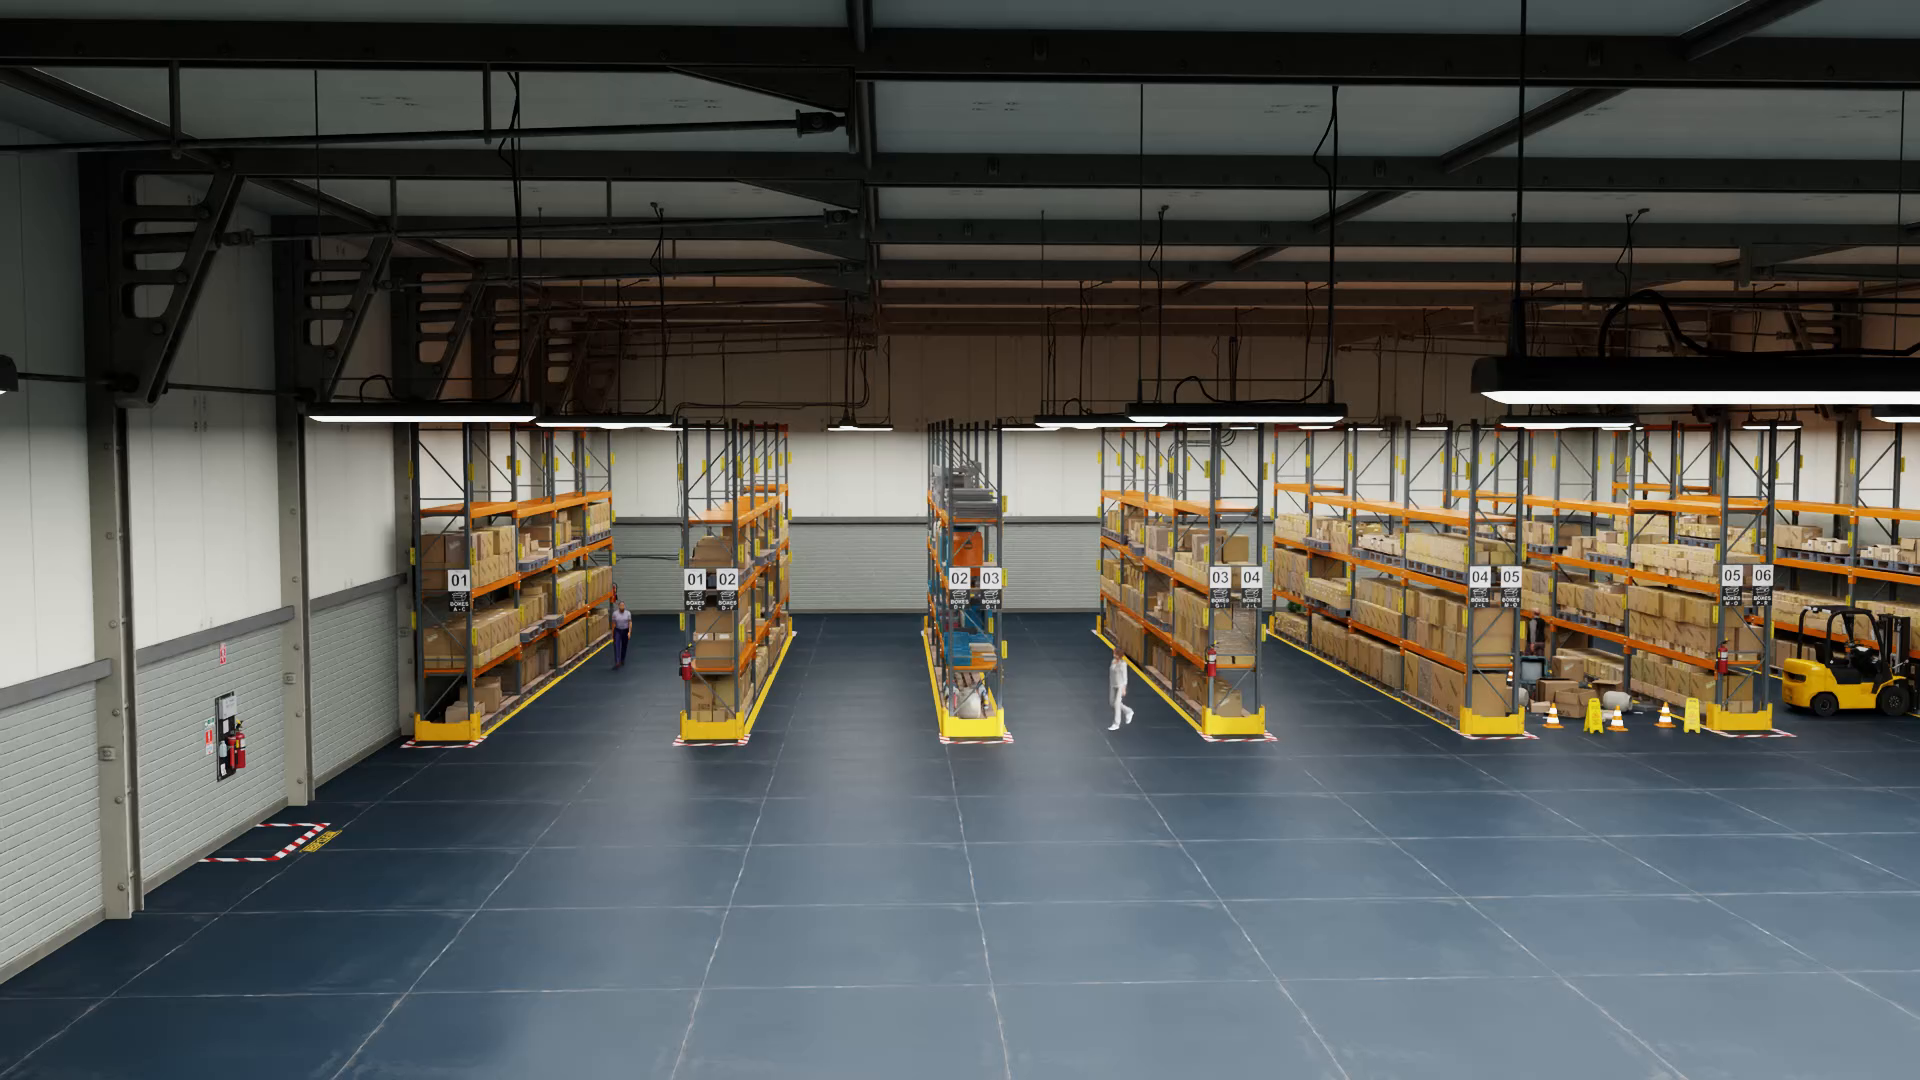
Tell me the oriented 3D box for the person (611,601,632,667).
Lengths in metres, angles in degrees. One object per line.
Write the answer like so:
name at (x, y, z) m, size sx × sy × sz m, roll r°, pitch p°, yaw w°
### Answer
person at (-8.306, 2.291, 40.779) m, size 0.538 × 1.597 × 0.964 m, roll -2°, pitch 4°, yaw -24°

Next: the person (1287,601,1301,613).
person at (10.007, 1.658, 49.408) m, size 0.468 × 1.792 × 0.556 m, roll -2°, pitch 4°, yaw -23°

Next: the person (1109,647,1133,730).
person at (3.095, 2.857, 32.229) m, size 0.694 × 1.583 × 0.469 m, roll -3°, pitch 4°, yaw -34°

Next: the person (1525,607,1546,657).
person at (13.290, 2.441, 38.278) m, size 0.519 × 1.769 × 0.613 m, roll -1°, pitch 4°, yaw -14°
